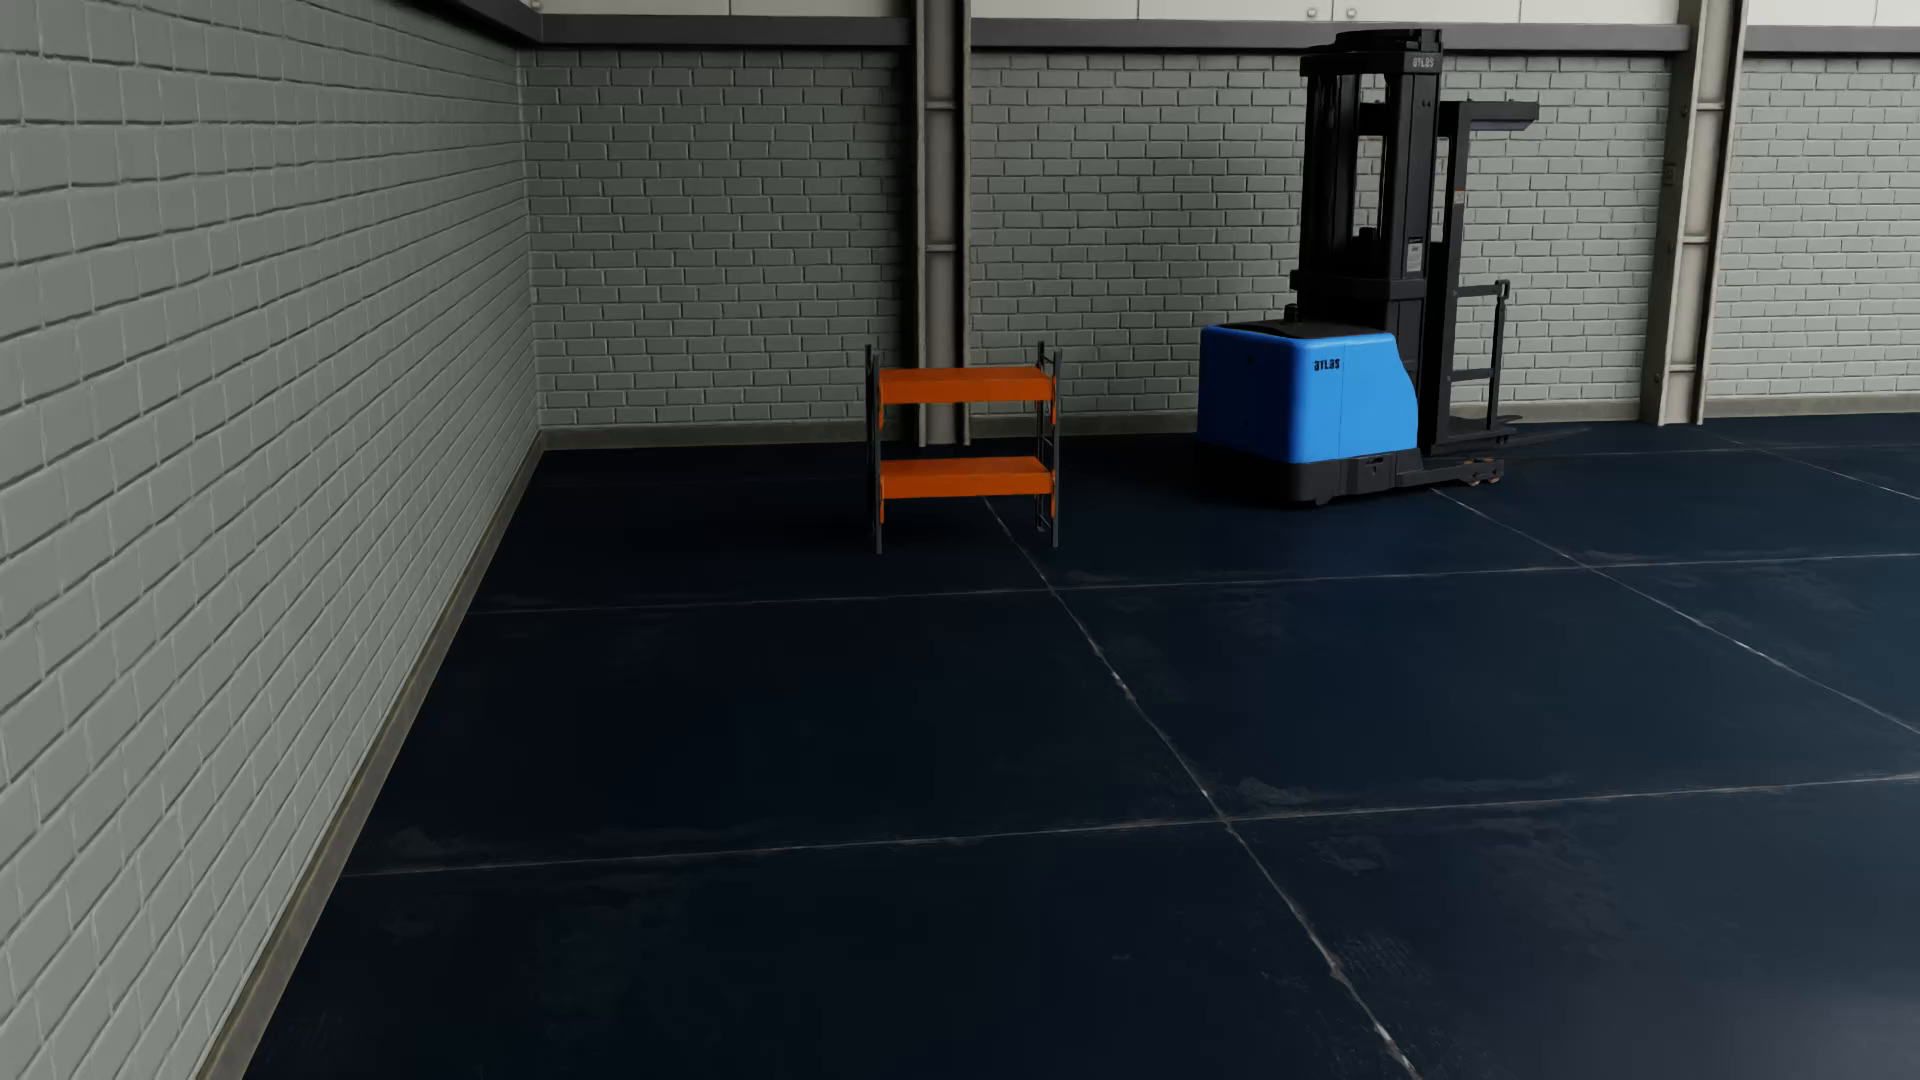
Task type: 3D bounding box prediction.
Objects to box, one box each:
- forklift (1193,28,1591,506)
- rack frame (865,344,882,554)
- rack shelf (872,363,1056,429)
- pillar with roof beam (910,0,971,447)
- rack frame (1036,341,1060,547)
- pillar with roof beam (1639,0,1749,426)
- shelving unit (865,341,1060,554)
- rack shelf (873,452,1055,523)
[{"bbox_3d":[3.094,-1.884,11.208,3.031,2.935,1.130,-8,16,-31],"label":"forklift"},{"bbox_3d":[-0.496,-0.527,9.513,0.032,1.125,0.500,-2,14,-8],"label":"rack frame"},{"bbox_3d":[0.007,-0.830,9.515,1.000,0.278,0.538,-2,14,-8],"label":"rack shelf"},{"bbox_3d":[0.500,-4.077,7.478,0.400,9.000,9.100,-2,14,-8],"label":"pillar with roof beam"},{"bbox_3d":[0.509,-0.564,9.659,0.032,1.125,0.500,-2,14,-8],"label":"rack frame"},{"bbox_3d":[6.433,-4.294,8.345,0.400,9.000,9.100,-2,14,-8],"label":"pillar with roof beam"},{"bbox_3d":[0.007,-0.546,9.586,1.048,1.125,0.538,-2,14,-8],"label":"shelving unit"},{"bbox_3d":[0.007,-0.309,9.645,1.000,0.278,0.538,-2,14,-8],"label":"rack shelf"}]
